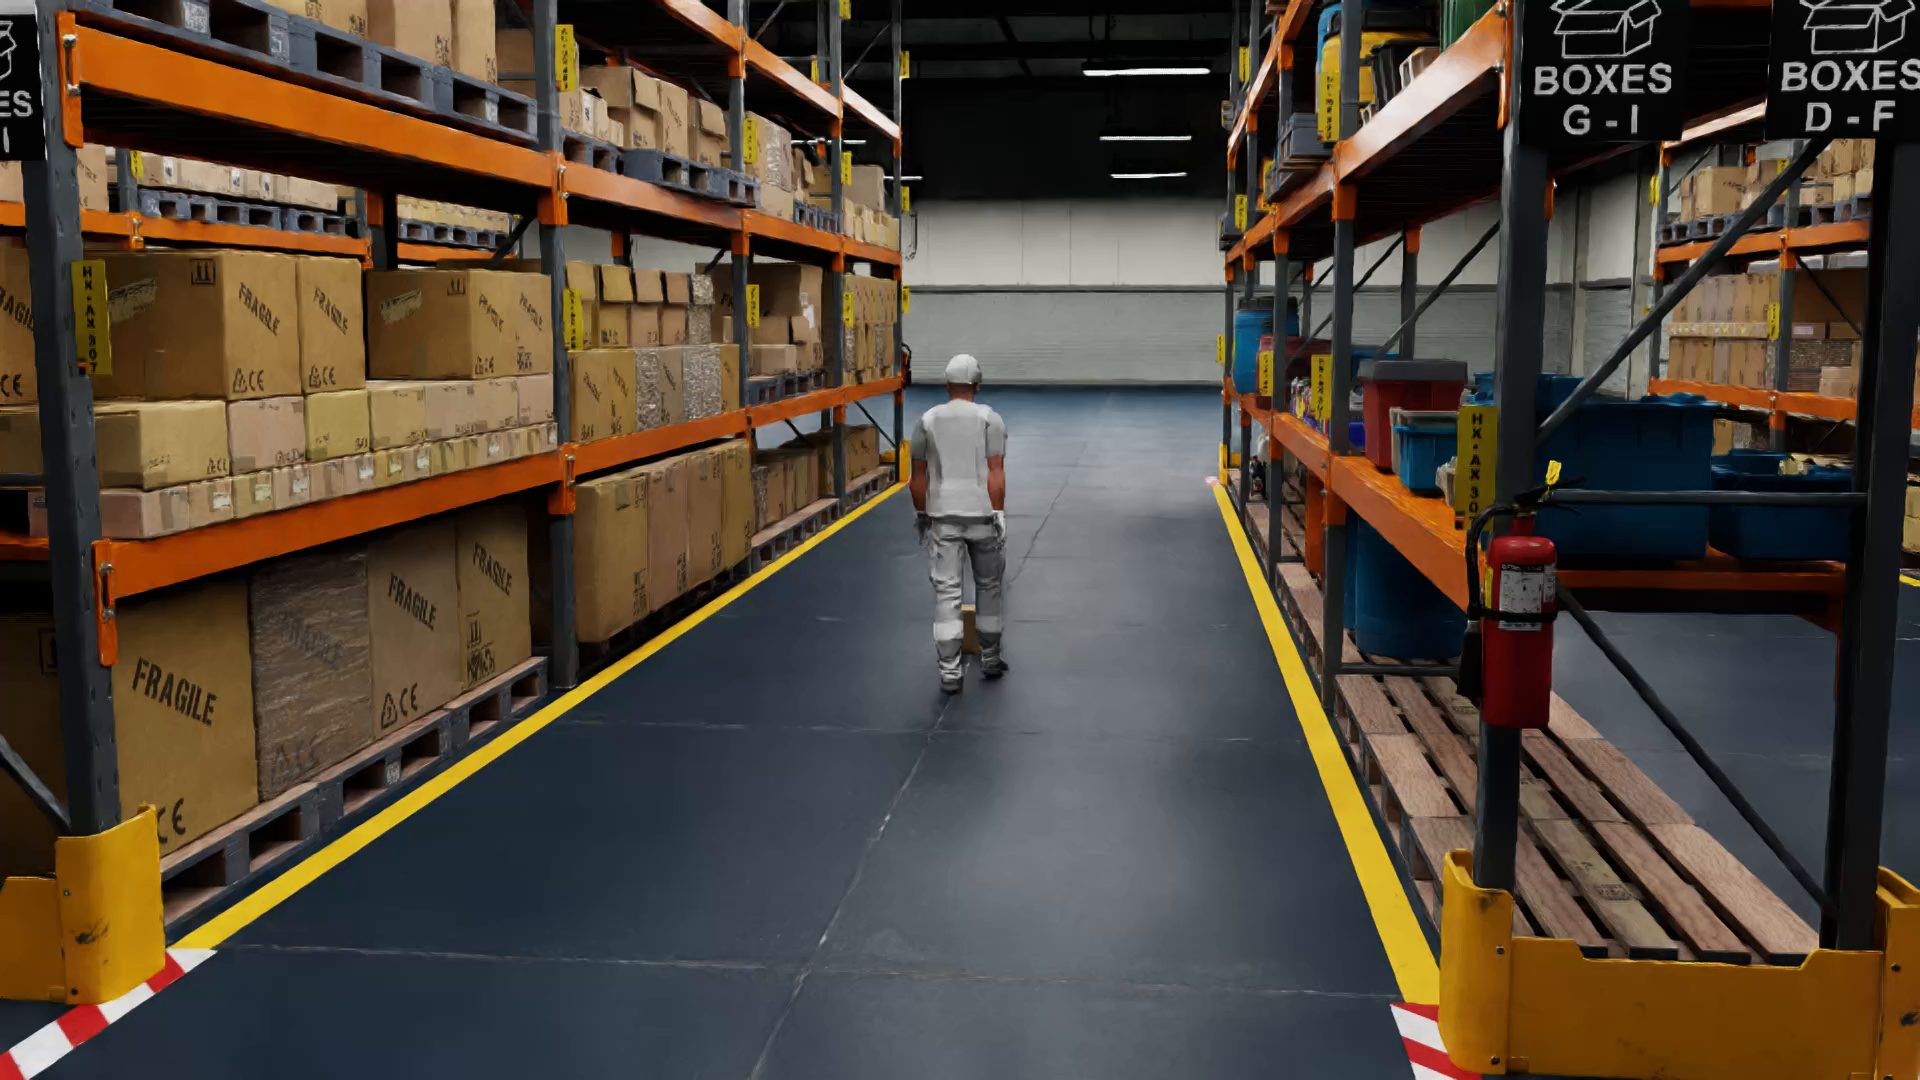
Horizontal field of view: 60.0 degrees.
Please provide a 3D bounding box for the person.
[{"bbox_3d":[0.000,-0.119,9.019,0.535,1.777,0.700,1,8,5],"label":"person"}]
